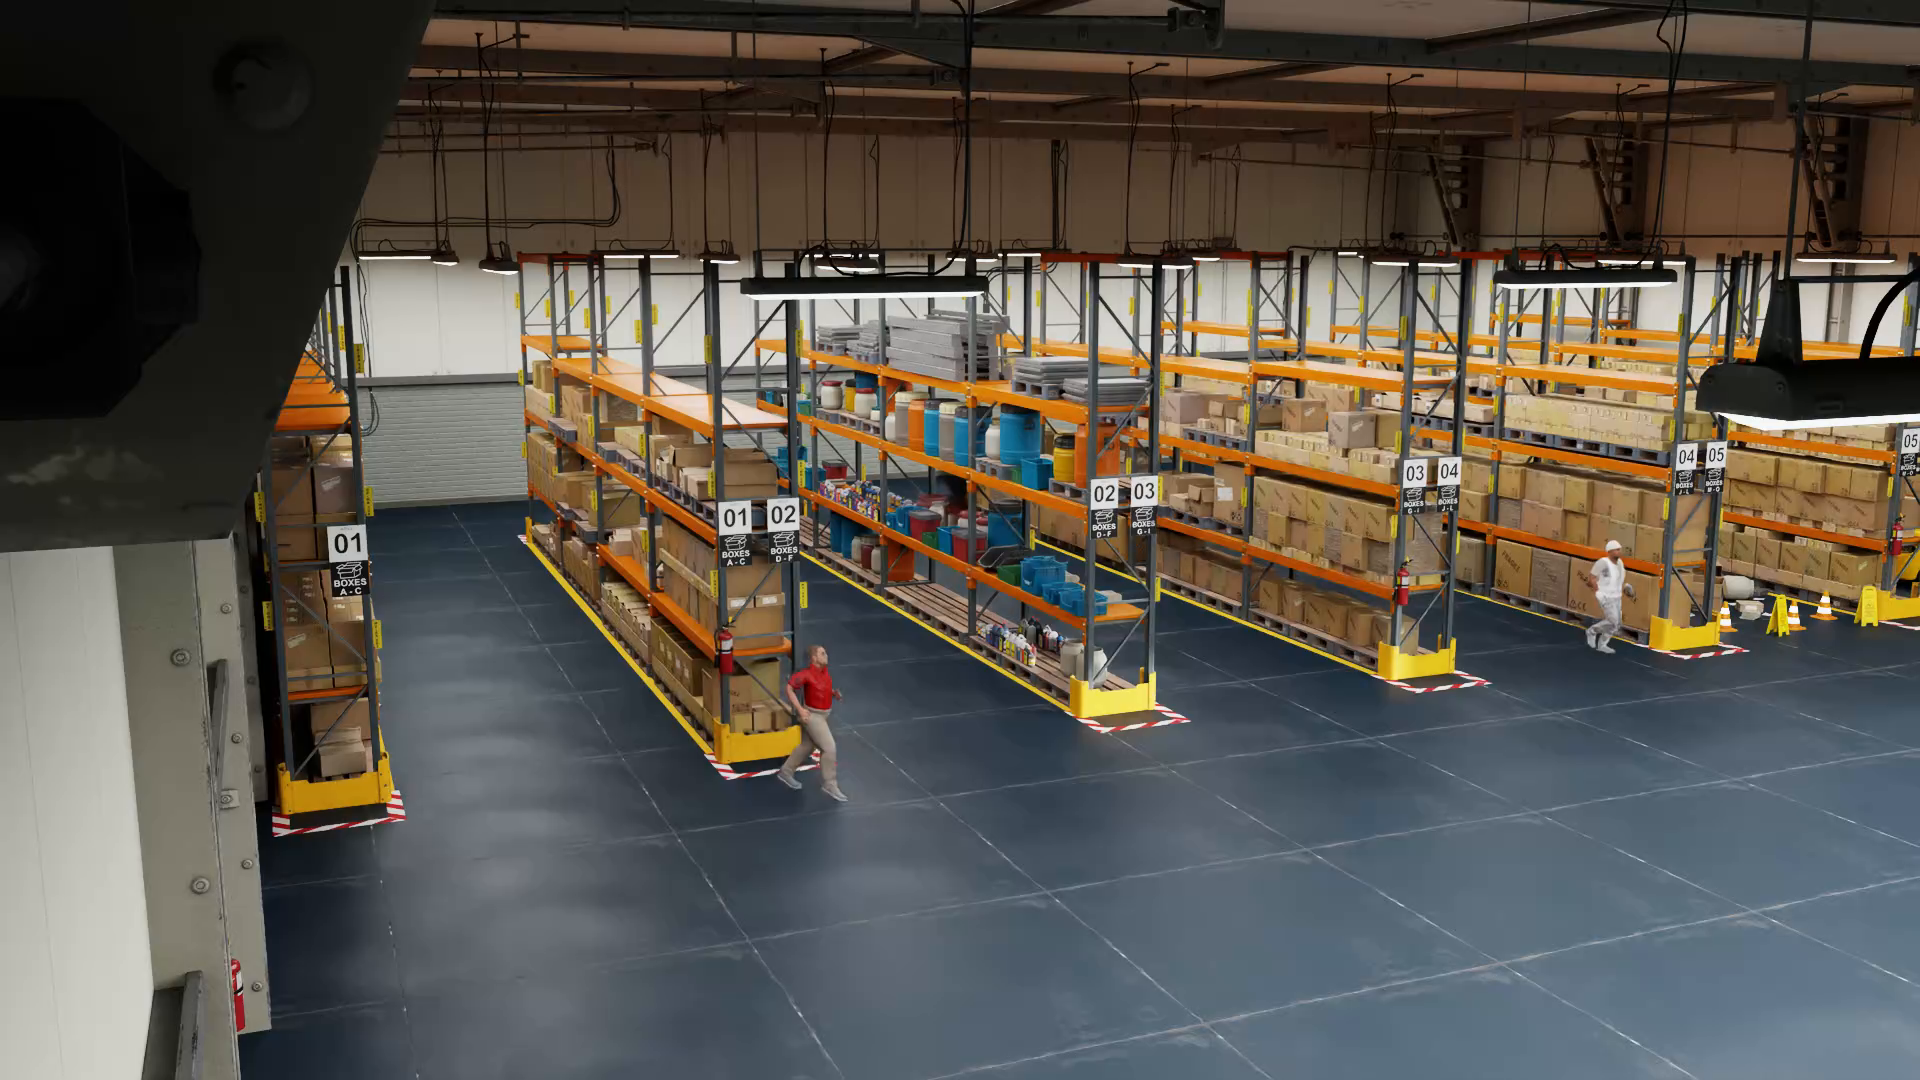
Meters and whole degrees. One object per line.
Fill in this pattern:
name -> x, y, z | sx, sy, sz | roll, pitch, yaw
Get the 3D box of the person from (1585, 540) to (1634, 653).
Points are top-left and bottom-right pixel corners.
person -> 9.965, 0.870, 25.444 | 0.682, 1.746, 0.540 | -8, 13, -38

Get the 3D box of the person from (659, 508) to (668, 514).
person -> -5.666, -0.535, 33.106 | 0.635, 1.850, 0.755 | -6, 12, -28

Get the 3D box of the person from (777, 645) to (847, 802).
person -> -1.679, 2.055, 18.994 | 0.872, 1.764, 0.658 | 2, 10, 9
